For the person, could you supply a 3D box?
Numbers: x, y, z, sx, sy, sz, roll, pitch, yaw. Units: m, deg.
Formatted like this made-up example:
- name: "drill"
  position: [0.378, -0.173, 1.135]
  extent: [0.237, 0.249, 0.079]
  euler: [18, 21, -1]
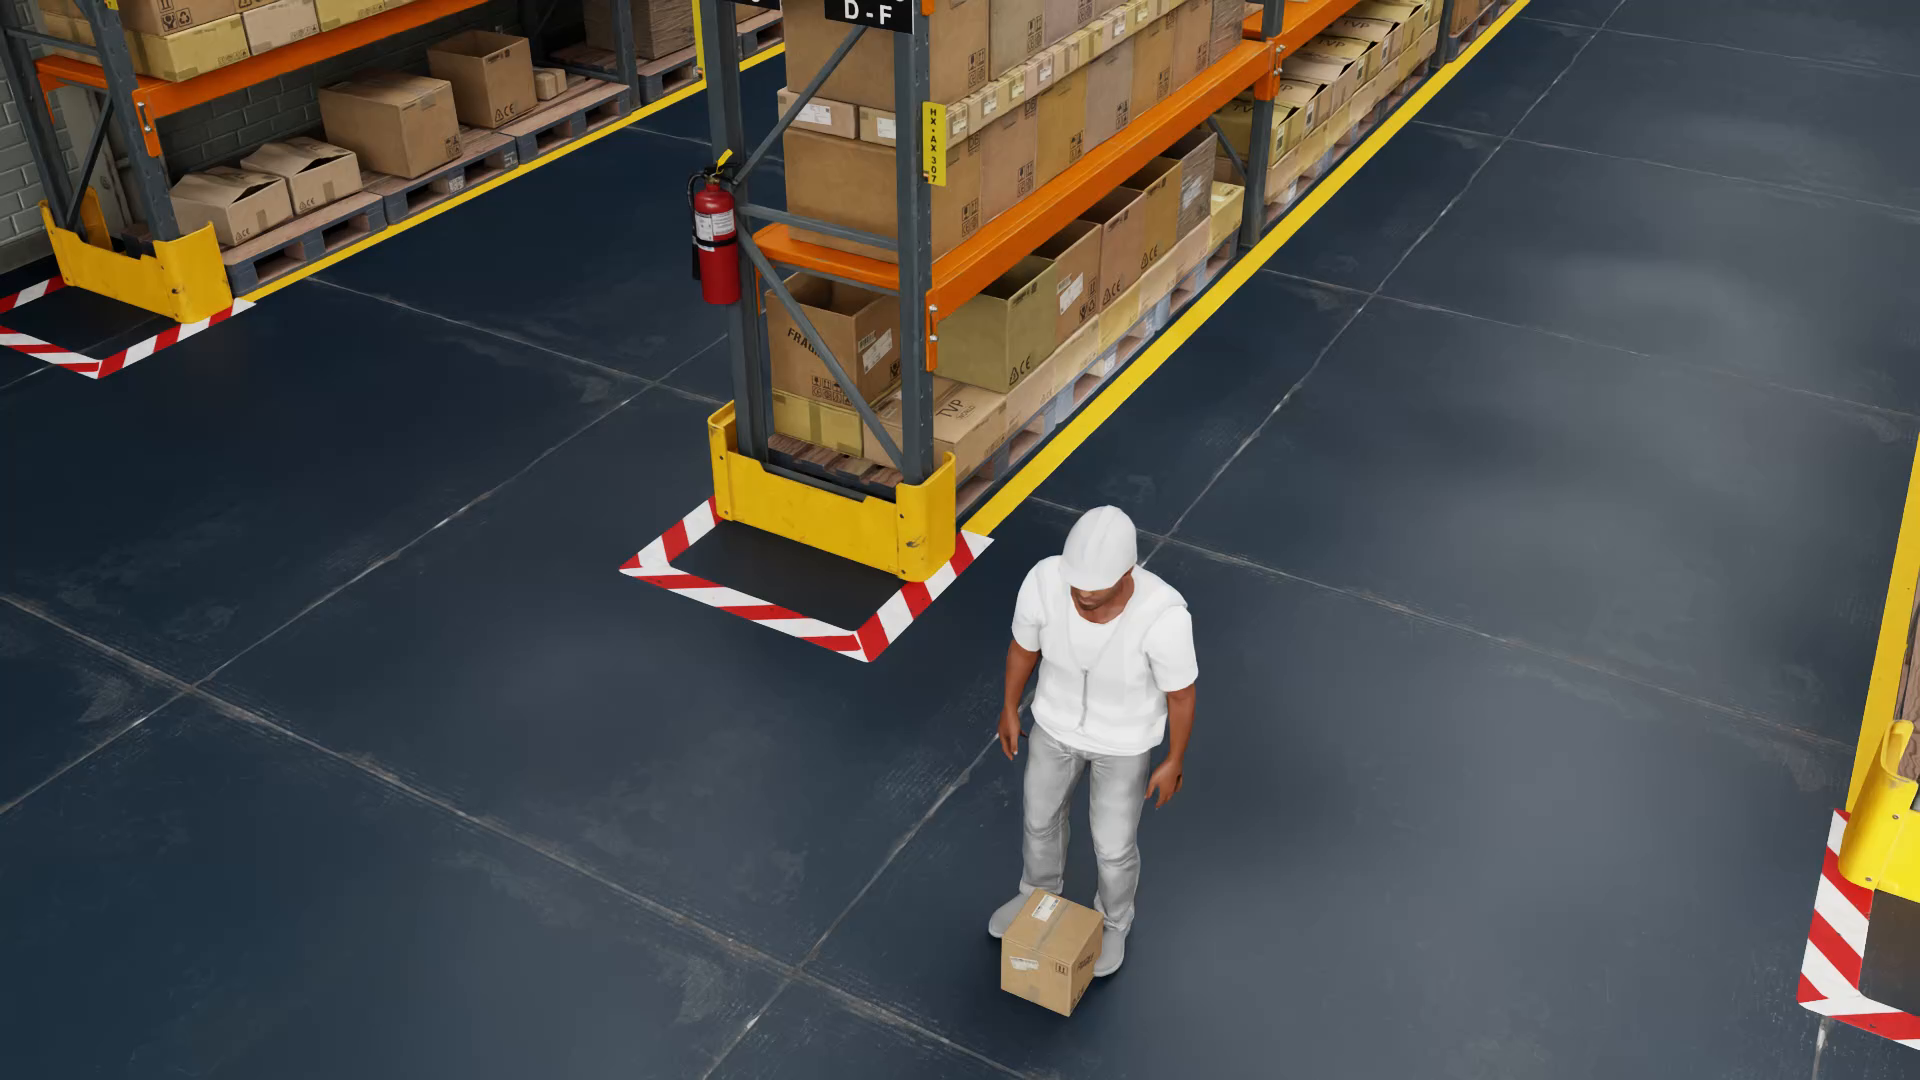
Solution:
- name: "person"
  position: [0.408, 0.616, 5.213]
  extent: [0.626, 1.759, 0.463]
  euler: [16, 37, 22]
